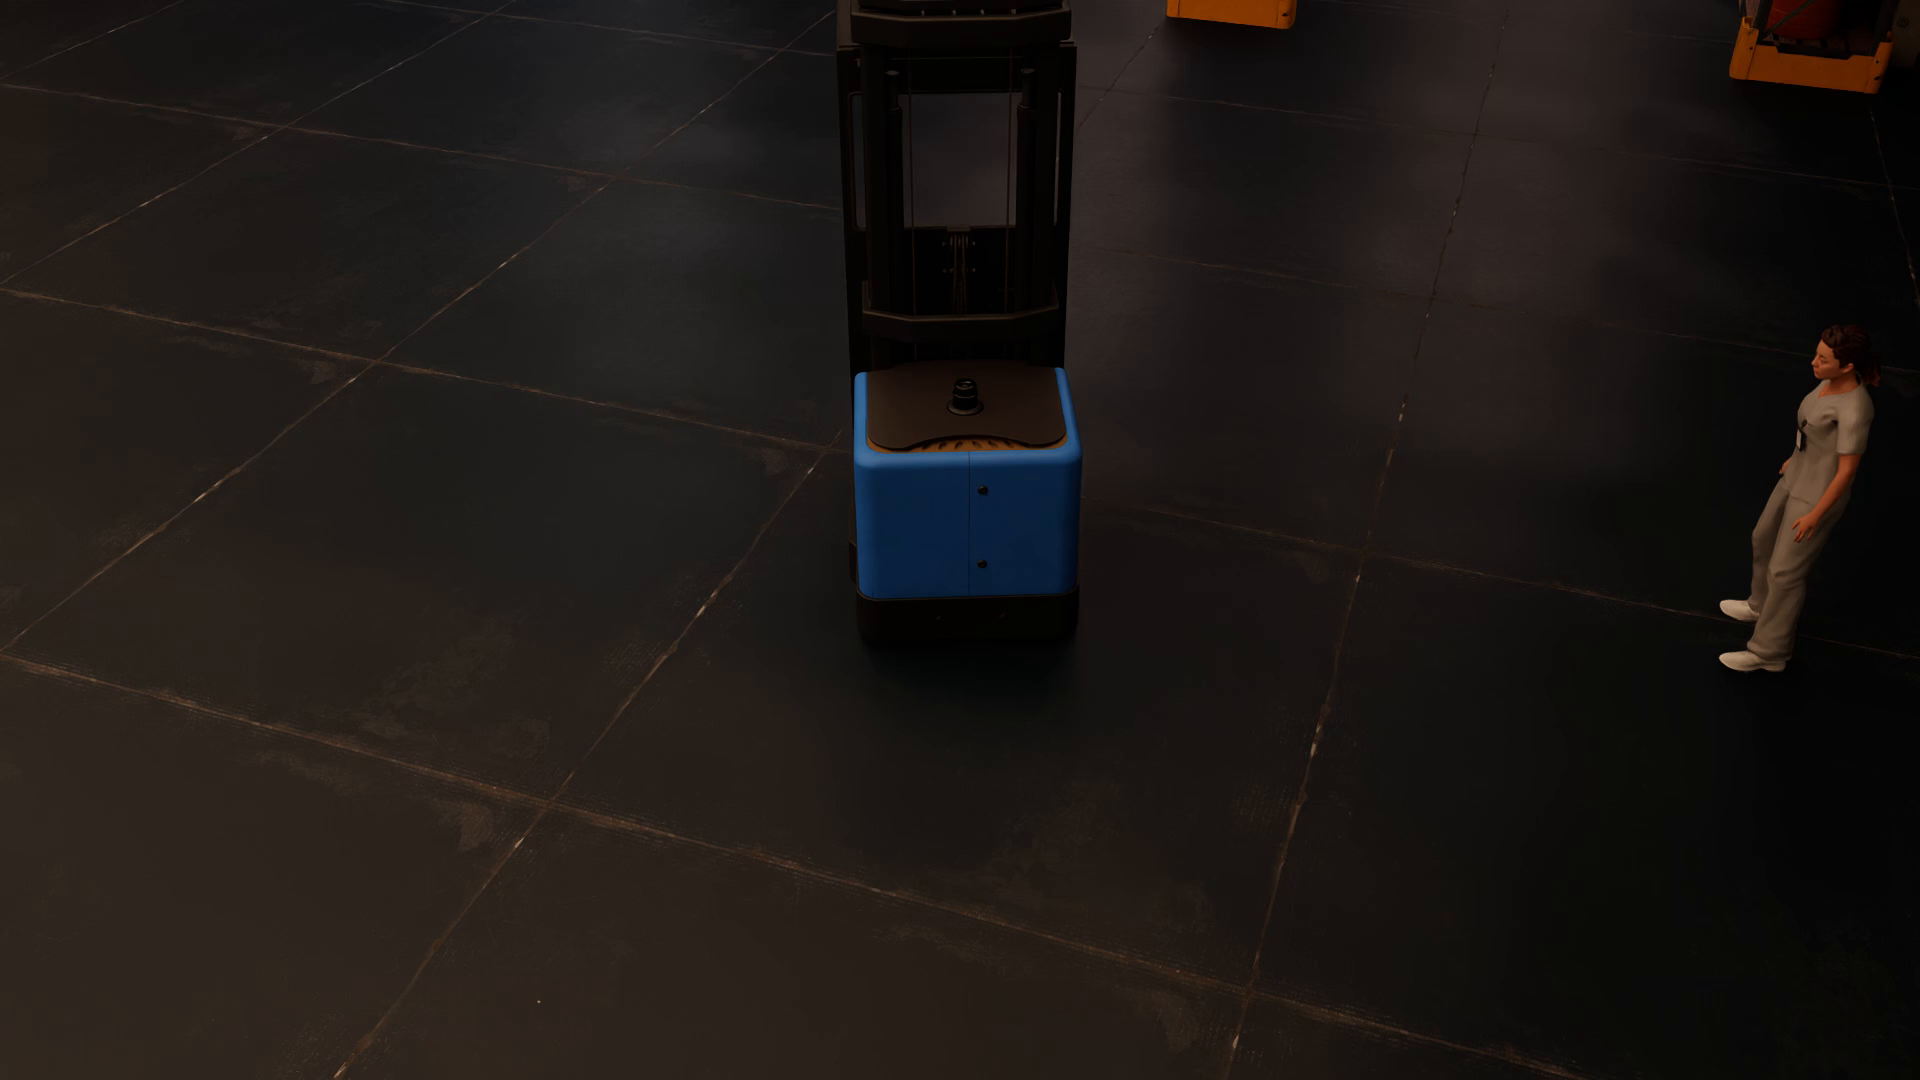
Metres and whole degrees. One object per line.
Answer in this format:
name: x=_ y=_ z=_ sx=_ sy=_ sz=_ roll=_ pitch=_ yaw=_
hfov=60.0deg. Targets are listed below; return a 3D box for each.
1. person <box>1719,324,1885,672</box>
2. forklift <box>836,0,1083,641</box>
person: x=3.805 y=-0.222 z=7.523 sx=0.377 sy=1.663 sz=0.624 roll=7 pitch=36 yaw=10
forklift: x=-0.029 y=-1.547 z=8.293 sx=1.130 sy=2.935 sz=3.031 roll=-2 pitch=35 yaw=-2
